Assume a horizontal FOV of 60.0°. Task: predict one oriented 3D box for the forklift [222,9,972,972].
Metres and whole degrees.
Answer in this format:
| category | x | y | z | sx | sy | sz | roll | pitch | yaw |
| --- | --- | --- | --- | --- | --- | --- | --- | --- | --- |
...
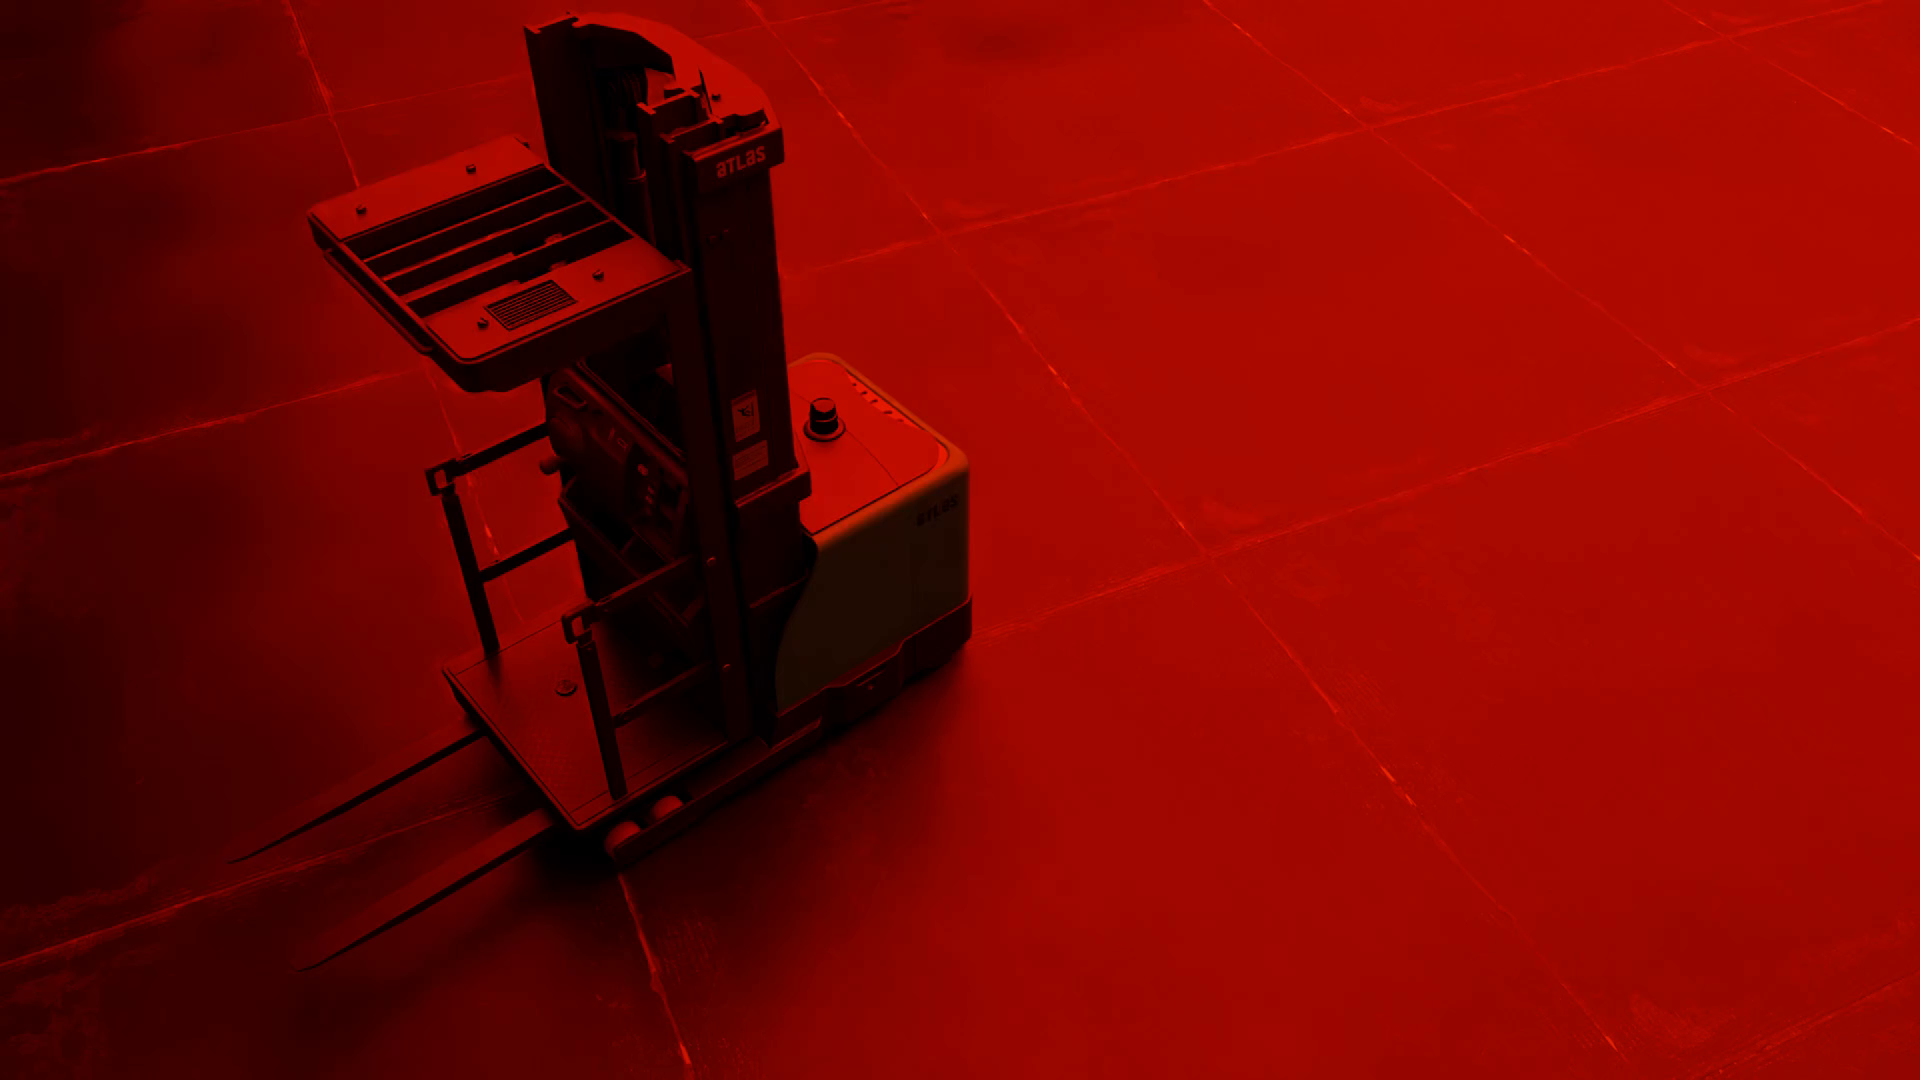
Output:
| category | x | y | z | sx | sy | sz | roll | pitch | yaw |
| --- | --- | --- | --- | --- | --- | --- | --- | --- | --- |
| forklift | -1.401 | -0.222 | 5.918 | 3.031 | 2.935 | 1.130 | -30 | 51 | -28 |
